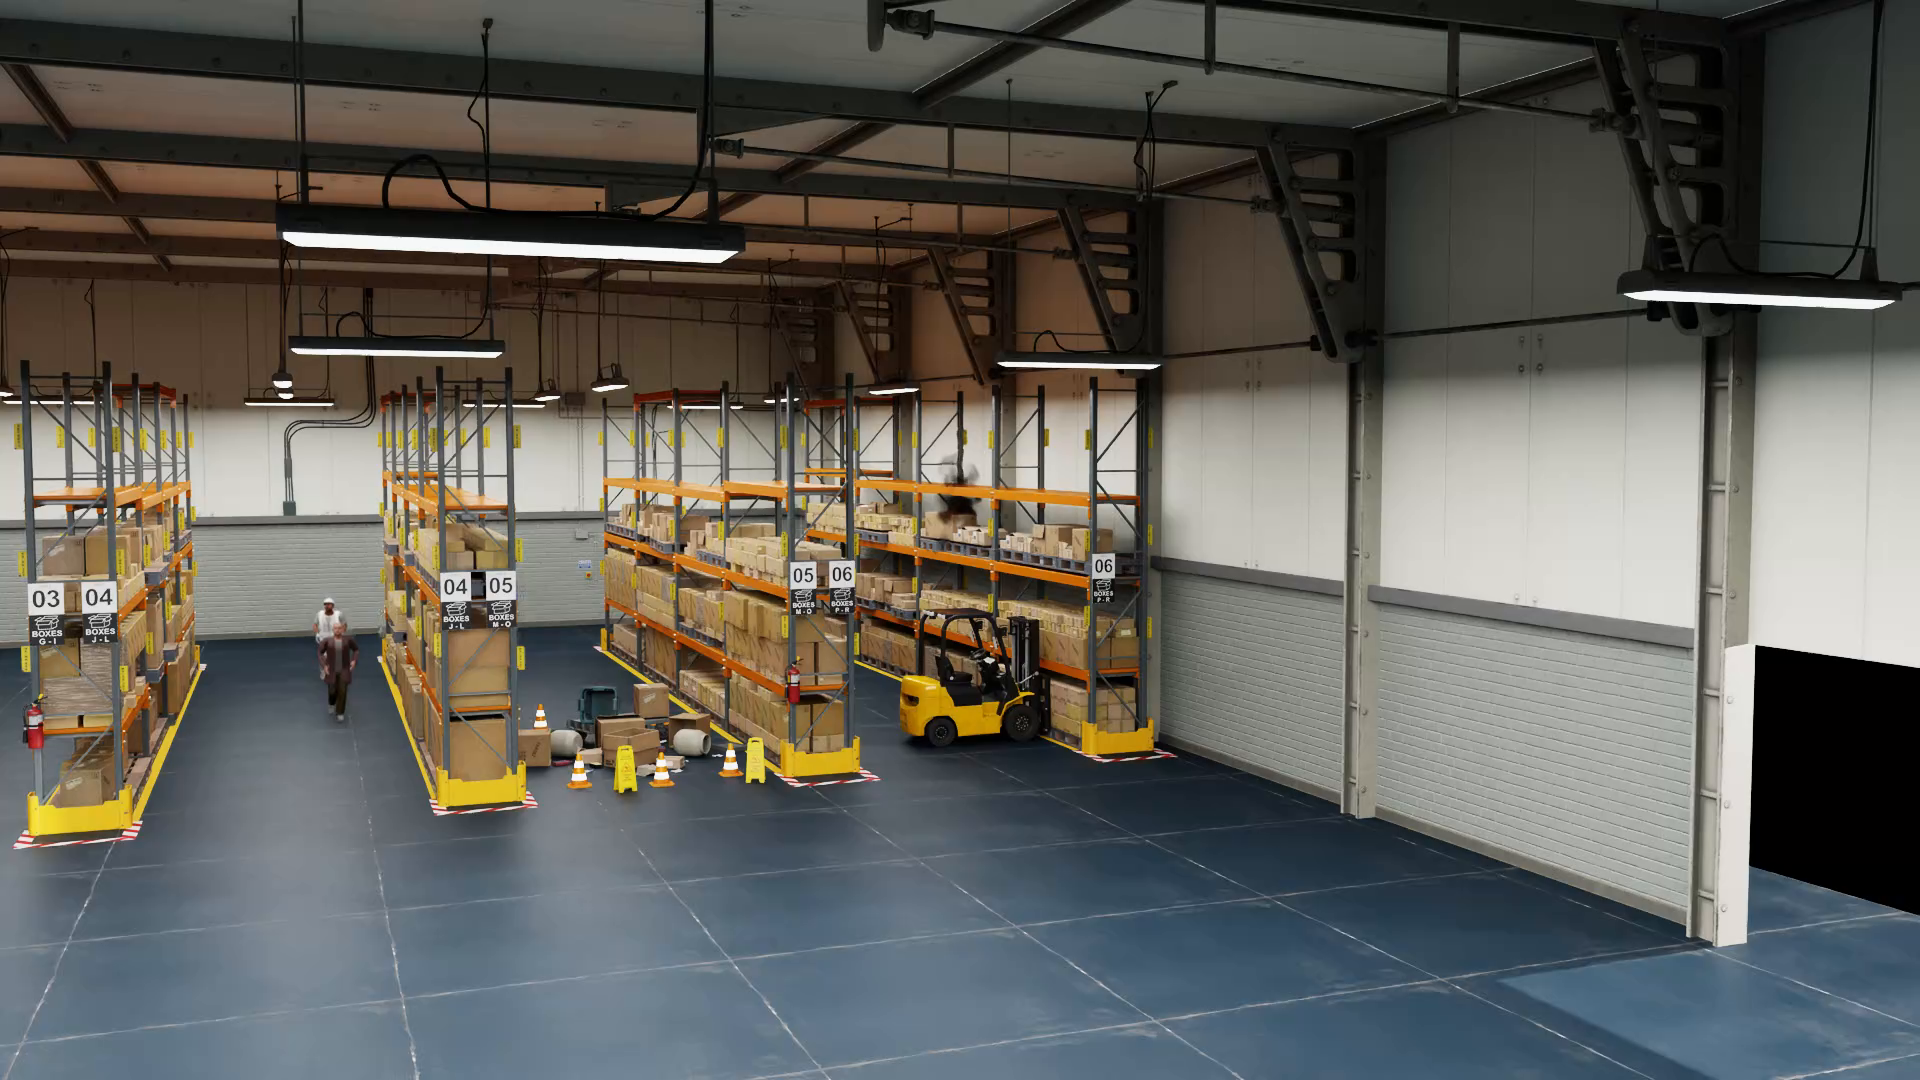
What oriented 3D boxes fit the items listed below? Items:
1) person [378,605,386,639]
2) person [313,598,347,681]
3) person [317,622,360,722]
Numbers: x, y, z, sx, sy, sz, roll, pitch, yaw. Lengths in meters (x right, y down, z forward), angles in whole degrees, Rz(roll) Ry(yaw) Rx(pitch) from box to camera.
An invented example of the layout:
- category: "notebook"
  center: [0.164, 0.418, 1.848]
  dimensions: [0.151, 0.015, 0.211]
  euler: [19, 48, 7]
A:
- category: "person"
  center: [-13.269, 1.868, 38.953]
  dimensions: [0.695, 1.633, 0.748]
  euler: [-1, 4, -19]
- category: "person"
  center: [-12.957, 2.067, 34.221]
  dimensions: [0.662, 1.745, 0.597]
  euler: [-1, 4, -19]
- category: "person"
  center: [-11.129, 2.342, 29.809]
  dimensions: [0.736, 1.755, 0.683]
  euler: [-1, 4, -23]
